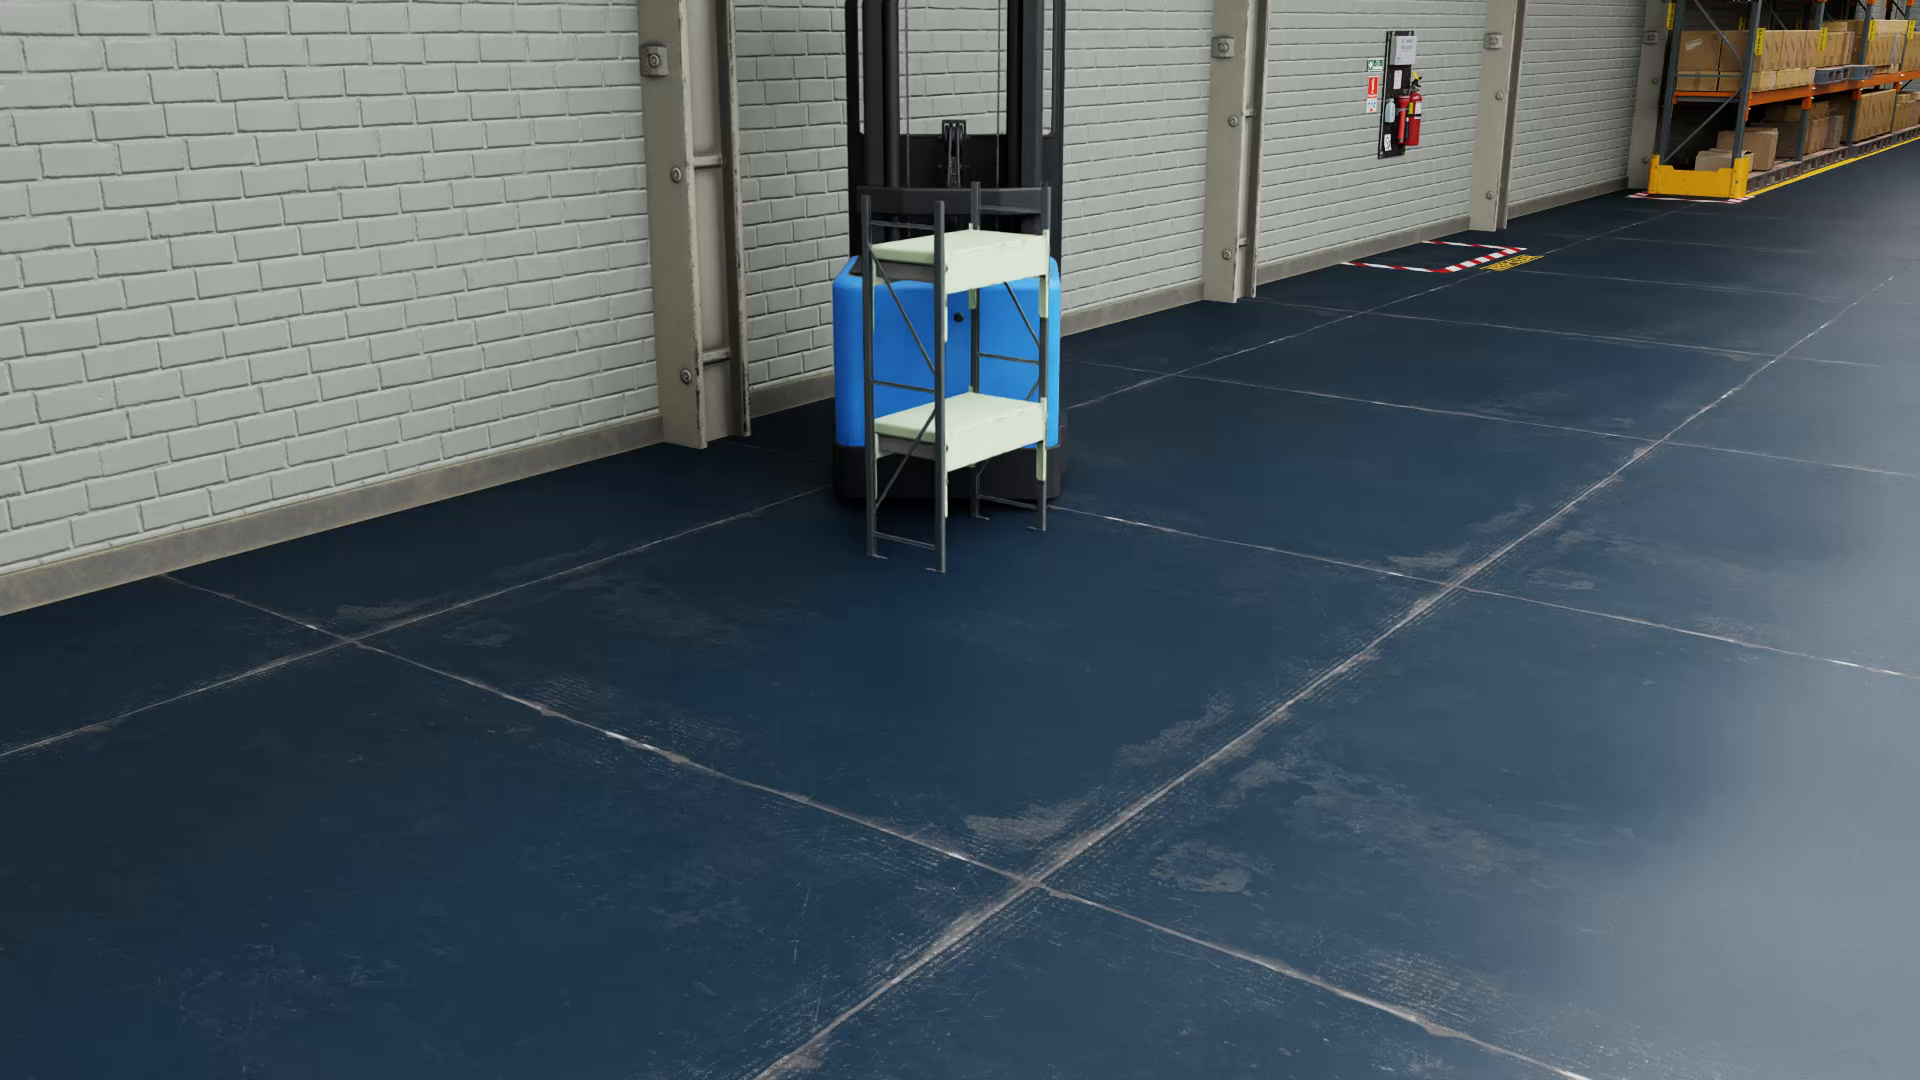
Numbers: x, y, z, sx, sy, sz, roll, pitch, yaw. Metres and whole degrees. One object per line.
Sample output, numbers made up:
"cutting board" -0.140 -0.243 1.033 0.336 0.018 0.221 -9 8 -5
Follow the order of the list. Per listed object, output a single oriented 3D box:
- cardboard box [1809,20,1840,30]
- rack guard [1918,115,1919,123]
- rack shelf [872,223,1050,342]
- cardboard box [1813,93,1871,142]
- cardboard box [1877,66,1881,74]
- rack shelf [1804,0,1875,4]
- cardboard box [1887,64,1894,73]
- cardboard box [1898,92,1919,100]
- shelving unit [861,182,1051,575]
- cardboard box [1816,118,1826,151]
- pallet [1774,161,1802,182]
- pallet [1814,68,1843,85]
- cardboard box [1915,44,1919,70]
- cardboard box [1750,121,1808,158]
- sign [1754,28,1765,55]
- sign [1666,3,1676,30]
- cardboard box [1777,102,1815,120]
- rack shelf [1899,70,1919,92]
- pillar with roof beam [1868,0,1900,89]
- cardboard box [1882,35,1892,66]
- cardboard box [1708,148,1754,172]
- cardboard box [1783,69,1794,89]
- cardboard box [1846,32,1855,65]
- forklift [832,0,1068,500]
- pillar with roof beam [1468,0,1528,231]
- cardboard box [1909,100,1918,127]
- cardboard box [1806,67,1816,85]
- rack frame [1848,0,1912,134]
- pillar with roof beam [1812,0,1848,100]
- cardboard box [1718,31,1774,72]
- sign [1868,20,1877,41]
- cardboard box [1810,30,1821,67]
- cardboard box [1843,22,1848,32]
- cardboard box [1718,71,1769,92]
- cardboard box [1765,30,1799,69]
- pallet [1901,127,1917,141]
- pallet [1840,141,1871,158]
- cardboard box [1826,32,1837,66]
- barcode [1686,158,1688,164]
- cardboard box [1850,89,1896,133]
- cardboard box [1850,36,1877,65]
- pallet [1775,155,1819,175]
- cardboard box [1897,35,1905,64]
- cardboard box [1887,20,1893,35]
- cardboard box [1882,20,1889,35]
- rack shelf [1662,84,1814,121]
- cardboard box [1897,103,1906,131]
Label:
"cardboard box" 14.452 -8.572 27.822 0.500 0.250 0.500 13 22 36
"rack guard" 19.171 -8.578 34.025 1.175 0.500 0.348 12 21 35
"rack shelf" -0.007 -1.072 6.851 0.431 0.370 0.720 13 21 35
"cardboard box" 14.934 -7.187 28.246 0.750 0.750 0.750 12 21 34
"cardboard box" 15.840 -8.217 29.035 0.380 0.149 0.250 13 22 36
"rack shelf" 13.198 -8.474 25.628 1.077 0.370 4.000 12 21 35
"cardboard box" 16.367 -8.381 29.565 0.380 0.149 0.250 12 21 35
"cardboard box" 18.738 -8.775 32.855 0.380 0.149 0.250 13 22 36
"shelving unit" -0.007 -0.699 6.967 0.431 1.500 0.755 13 21 35
"cardboard box" 13.329 -6.471 26.497 0.700 0.500 0.500 12 21 34
"pallet" 11.635 -5.410 24.310 1.003 0.211 1.213 12 21 35
"pallet" 12.579 -6.973 24.964 1.003 0.211 1.213 12 21 35
"cardboard box" 17.975 -9.431 32.050 0.980 0.700 0.700 11 20 32
"cardboard box" 12.432 -6.103 25.311 0.700 0.500 0.500 13 22 37
"sign" 10.059 -6.273 20.927 0.100 0.325 0.005 12 21 35
"sign" 9.190 -6.762 21.477 0.100 0.325 0.005 12 21 35
"cardboard box" 12.999 -6.691 25.941 0.500 0.250 0.500 12 21 33
"rack shelf" 17.965 -8.947 32.208 1.077 0.370 4.000 12 21 35
"pillar with roof beam" 23.528 -12.667 32.859 9.100 9.000 0.400 12 21 35
"cardboard box" 15.805 -8.497 28.845 0.500 0.500 0.500 13 22 36
"cardboard box" 10.448 -5.166 22.614 0.500 0.311 0.500 15 22 39
"cardboard box" 11.078 -6.320 22.757 0.500 0.250 0.500 13 21 35
"cardboard box" 14.118 -8.005 27.054 0.700 0.500 0.500 10 20 28
"forklift" -0.014 -1.967 8.637 1.130 2.935 3.031 1 17 2
"pillar with roof beam" 9.228 -6.950 14.452 9.100 9.000 0.400 12 21 35
"cardboard box" 18.522 -8.470 32.966 0.700 0.500 0.500 12 21 35
"cardboard box" 11.968 -6.680 23.915 0.500 0.250 0.500 12 21 35
"rack frame" 16.773 -8.814 30.568 1.000 3.000 0.127 12 21 35
"pillar with roof beam" 19.953 -11.238 28.257 9.100 9.000 0.400 12 21 35
"cardboard box" 10.149 -6.312 21.467 0.500 0.500 0.500 12 21 35
"sign" 14.831 -8.282 27.038 0.100 0.325 0.005 12 21 35
"cardboard box" 11.973 -7.037 23.801 0.500 0.500 0.500 12 21 35
"cardboard box" 14.209 -8.341 27.042 0.380 0.149 0.250 9 20 28
"cardboard box" 10.169 -5.954 21.577 0.500 0.250 0.500 12 21 33
"cardboard box" 11.063 -6.675 22.636 0.500 0.500 0.500 13 22 36
"pallet" 18.016 -7.941 32.460 1.003 0.211 1.213 12 21 35
"pallet" 14.920 -6.704 28.475 1.003 0.211 1.213 12 21 35
"cardboard box" 13.043 -7.576 25.670 0.700 0.500 0.500 16 24 42
"barcode" 9.797 -5.110 22.417 0.001 0.075 0.075 12 21 35
"cardboard box" 16.491 -7.810 30.252 0.750 0.750 0.750 13 21 35
"cardboard box" 14.885 -8.131 27.665 0.500 0.500 0.500 13 22 36
"pallet" 12.469 -5.762 25.443 1.003 0.211 1.213 12 21 35
"cardboard box" 16.701 -8.859 30.008 0.500 0.500 0.500 12 21 34
"cardboard box" 15.781 -8.852 28.722 0.500 0.250 0.500 12 21 34
"cardboard box" 15.482 -8.729 28.327 0.500 0.250 0.500 13 21 35
"rack shelf" 10.815 -6.088 23.005 1.077 0.370 4.000 12 21 35
"cardboard box" 17.603 -8.100 31.775 0.700 0.500 0.500 12 21 34
